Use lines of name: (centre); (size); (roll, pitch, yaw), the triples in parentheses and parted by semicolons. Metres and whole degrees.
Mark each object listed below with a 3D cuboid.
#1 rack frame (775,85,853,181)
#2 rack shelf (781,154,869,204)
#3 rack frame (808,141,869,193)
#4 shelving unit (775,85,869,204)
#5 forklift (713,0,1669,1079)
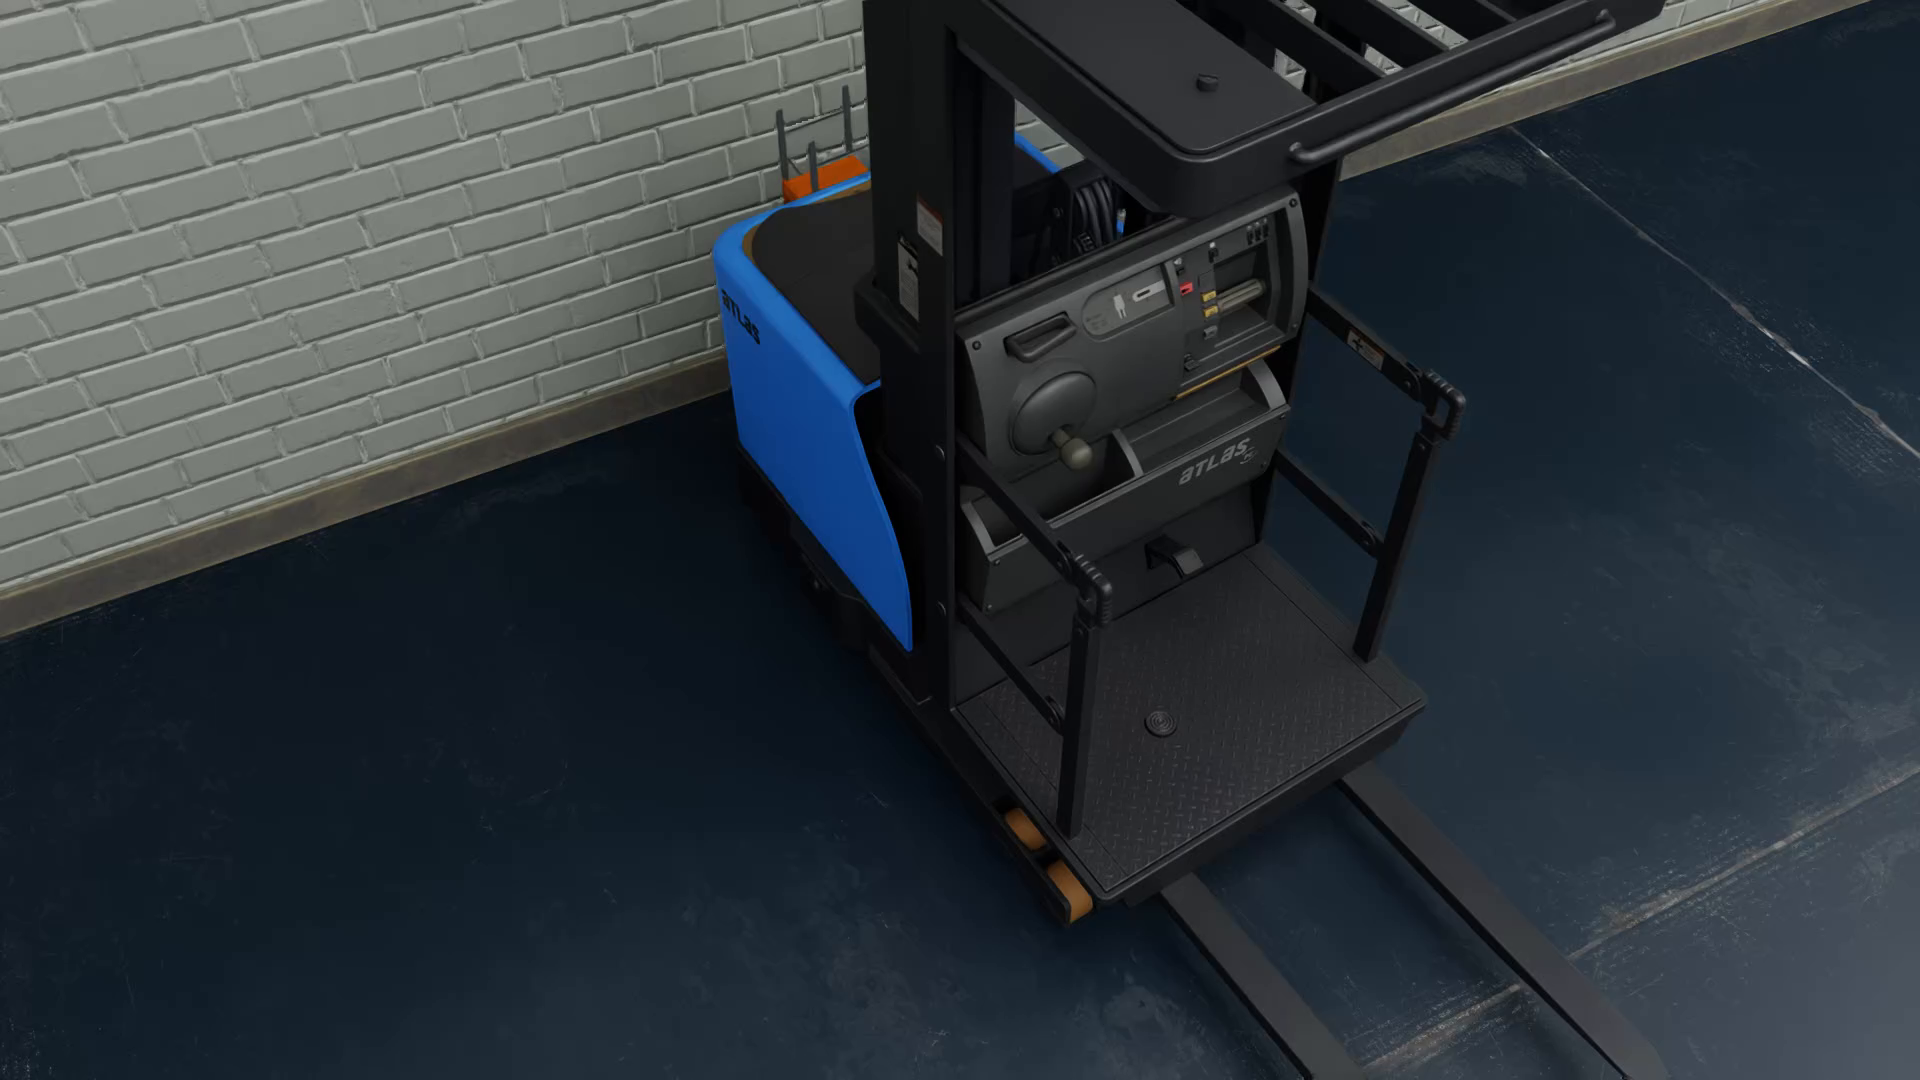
rack frame: (-0.422, -0.871, 5.214); (0.240, 1.200, 0.006); (-27, 54, -21)
rack shelf: (-0.372, -1.021, 4.927); (0.258, 0.103, 0.180); (-27, 54, -21)
rack frame: (-0.321, -0.756, 5.114); (0.240, 1.200, 0.006); (-27, 54, -21)
shelving unit: (-0.372, -0.813, 5.164); (0.258, 1.200, 0.189); (-27, 54, -21)
forklift: (0.534, -0.379, 3.634); (1.130, 2.935, 3.031); (-27, 54, -21)
